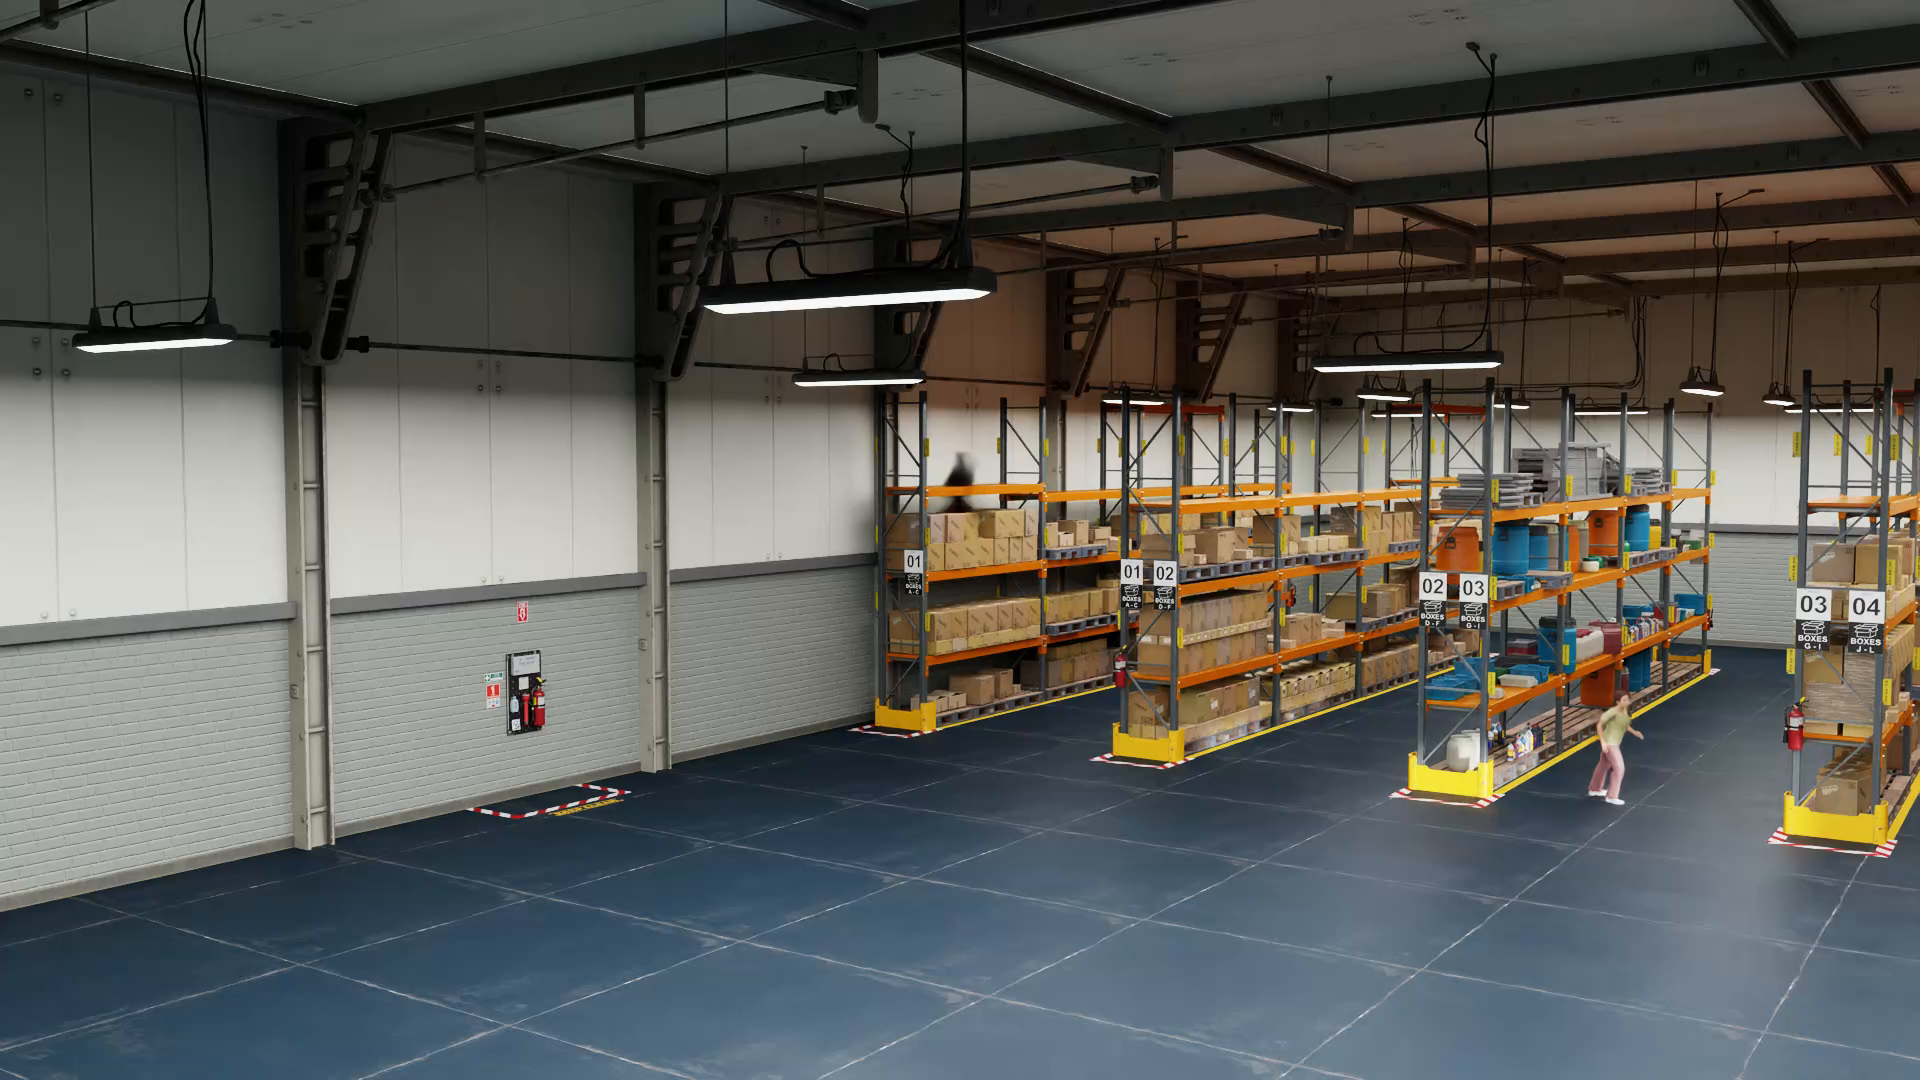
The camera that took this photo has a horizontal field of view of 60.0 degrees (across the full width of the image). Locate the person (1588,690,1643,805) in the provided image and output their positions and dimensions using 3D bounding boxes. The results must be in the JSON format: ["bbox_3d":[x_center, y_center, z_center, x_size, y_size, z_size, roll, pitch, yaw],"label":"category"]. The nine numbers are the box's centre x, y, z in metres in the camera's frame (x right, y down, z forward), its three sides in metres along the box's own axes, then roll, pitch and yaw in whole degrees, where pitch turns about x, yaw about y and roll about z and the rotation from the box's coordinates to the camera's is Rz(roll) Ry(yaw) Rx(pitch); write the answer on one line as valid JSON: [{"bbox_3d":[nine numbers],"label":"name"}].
[{"bbox_3d":[9.249,2.902,23.516,0.773,1.612,0.647,3,4,39],"label":"person"}]
